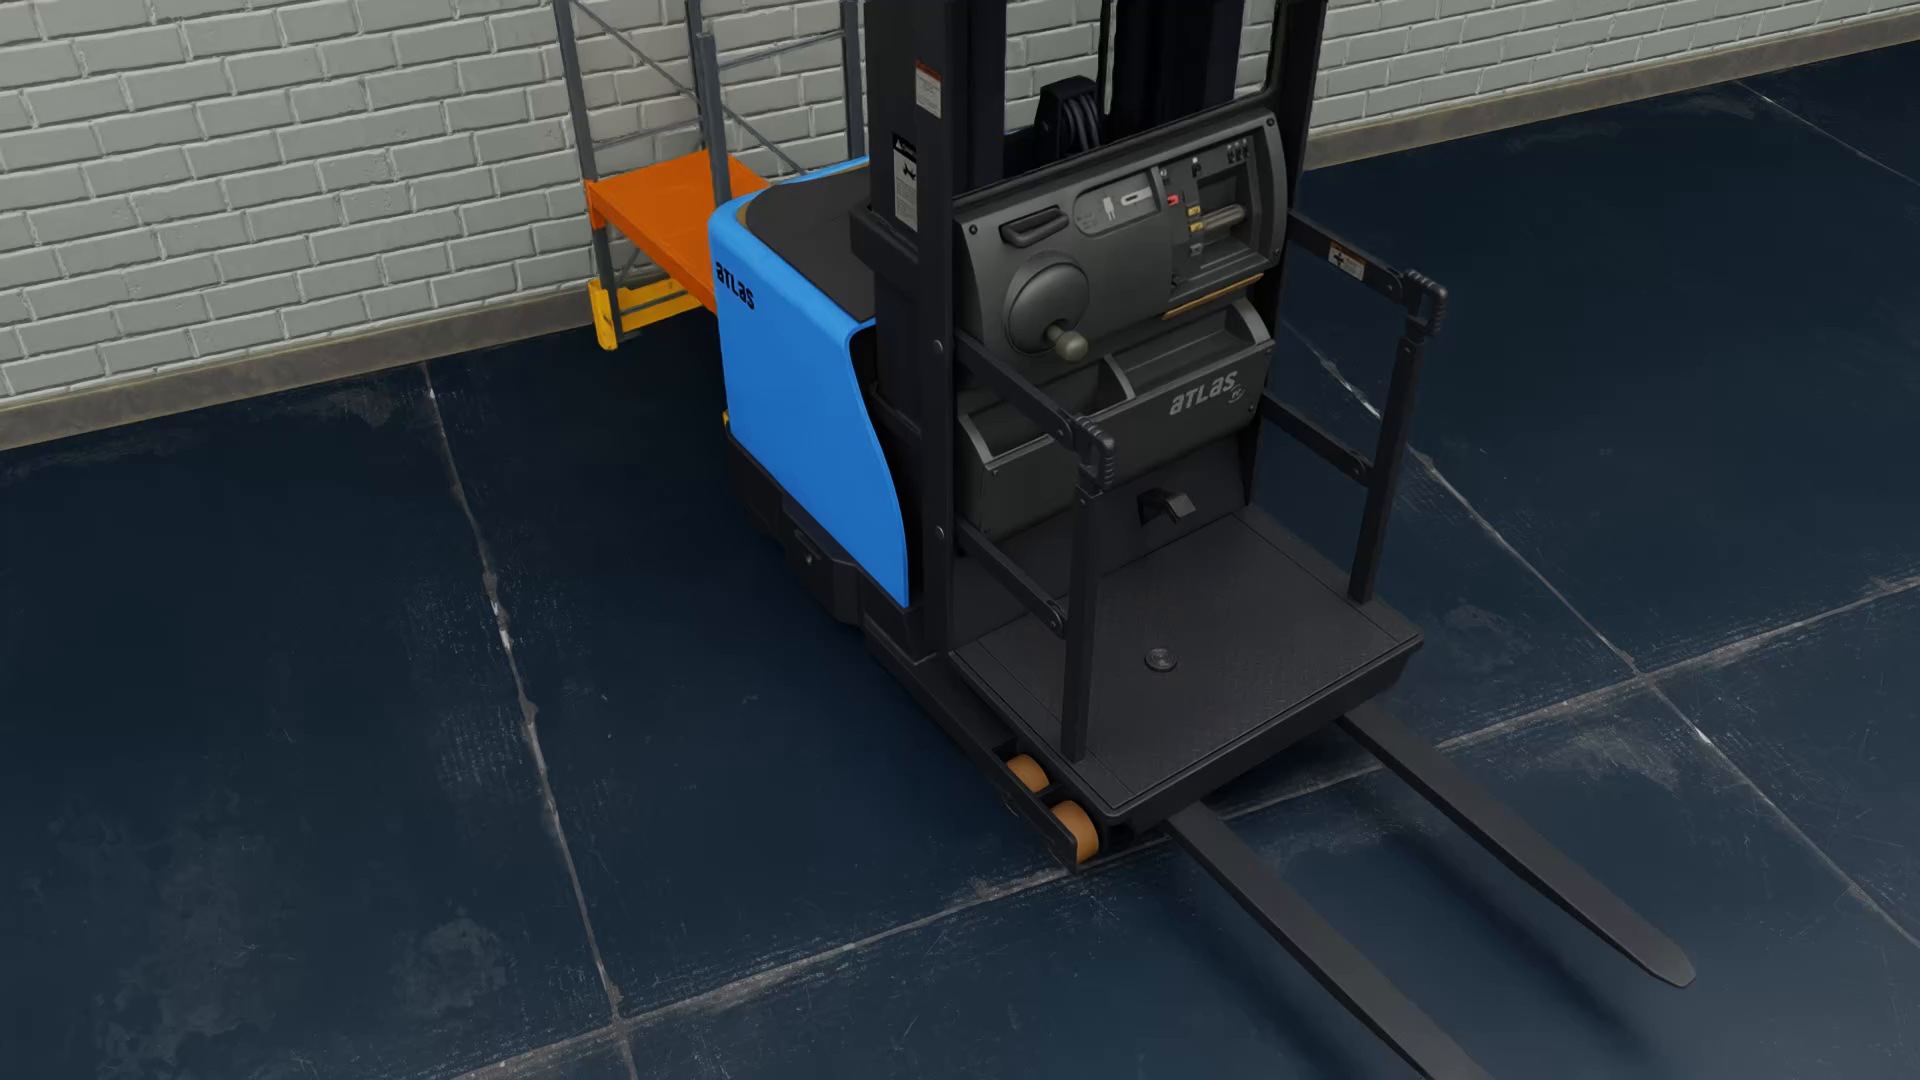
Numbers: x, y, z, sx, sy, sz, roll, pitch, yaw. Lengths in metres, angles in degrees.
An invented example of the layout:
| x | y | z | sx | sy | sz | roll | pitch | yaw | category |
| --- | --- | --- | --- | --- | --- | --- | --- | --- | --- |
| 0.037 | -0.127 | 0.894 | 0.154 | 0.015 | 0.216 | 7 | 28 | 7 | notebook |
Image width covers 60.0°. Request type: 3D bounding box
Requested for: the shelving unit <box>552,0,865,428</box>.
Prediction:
| x | y | z | sx | sy | sz | roll | pitch | yaw | category |
| --- | --- | --- | --- | --- | --- | --- | --- | --- | --- |
| -0.792 | -1.139 | 5.405 | 0.587 | 1.500 | 1.083 | -24 | 45 | -26 | shelving unit |

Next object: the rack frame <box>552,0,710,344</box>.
| x | y | z | sx | sy | sz | roll | pitch | yaw | category |
| --- | --- | --- | --- | --- | --- | --- | --- | --- | --- |
| -1.078 | -1.395 | 5.723 | 0.500 | 1.500 | 0.032 | -24 | 45 | -26 | rack frame |

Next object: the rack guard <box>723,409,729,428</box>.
| x | y | z | sx | sy | sz | roll | pitch | yaw | category |
| --- | --- | --- | --- | --- | --- | --- | --- | --- | --- |
| -0.498 | -0.400 | 5.483 | 0.587 | 0.250 | 0.087 | -24 | 45 | -26 | rack guard |

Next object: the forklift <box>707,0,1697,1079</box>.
| x | y | z | sx | sy | sz | roll | pitch | yaw | category |
| --- | --- | --- | --- | --- | --- | --- | --- | --- | --- |
| 0.526 | -0.637 | 3.743 | 1.130 | 2.935 | 3.031 | -25 | 46 | -26 | forklift |

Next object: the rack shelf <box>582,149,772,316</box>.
| x | y | z | sx | sy | sz | roll | pitch | yaw | category |
| --- | --- | --- | --- | --- | --- | --- | --- | --- | --- |
| -0.784 | -0.995 | 5.513 | 0.538 | 0.185 | 1.000 | -24 | 45 | -26 | rack shelf |

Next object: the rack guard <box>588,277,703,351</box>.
| x | y | z | sx | sy | sz | roll | pitch | yaw | category |
| --- | --- | --- | --- | --- | --- | --- | --- | --- | --- |
| -1.069 | -0.911 | 6.118 | 0.587 | 0.250 | 0.087 | -24 | 45 | -26 | rack guard |

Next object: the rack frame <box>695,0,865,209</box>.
| x | y | z | sx | sy | sz | roll | pitch | yaw | category |
| --- | --- | --- | --- | --- | --- | --- | --- | --- | --- |
| -0.495 | -0.874 | 5.074 | 0.500 | 1.500 | 0.032 | -24 | 45 | -26 | rack frame |
